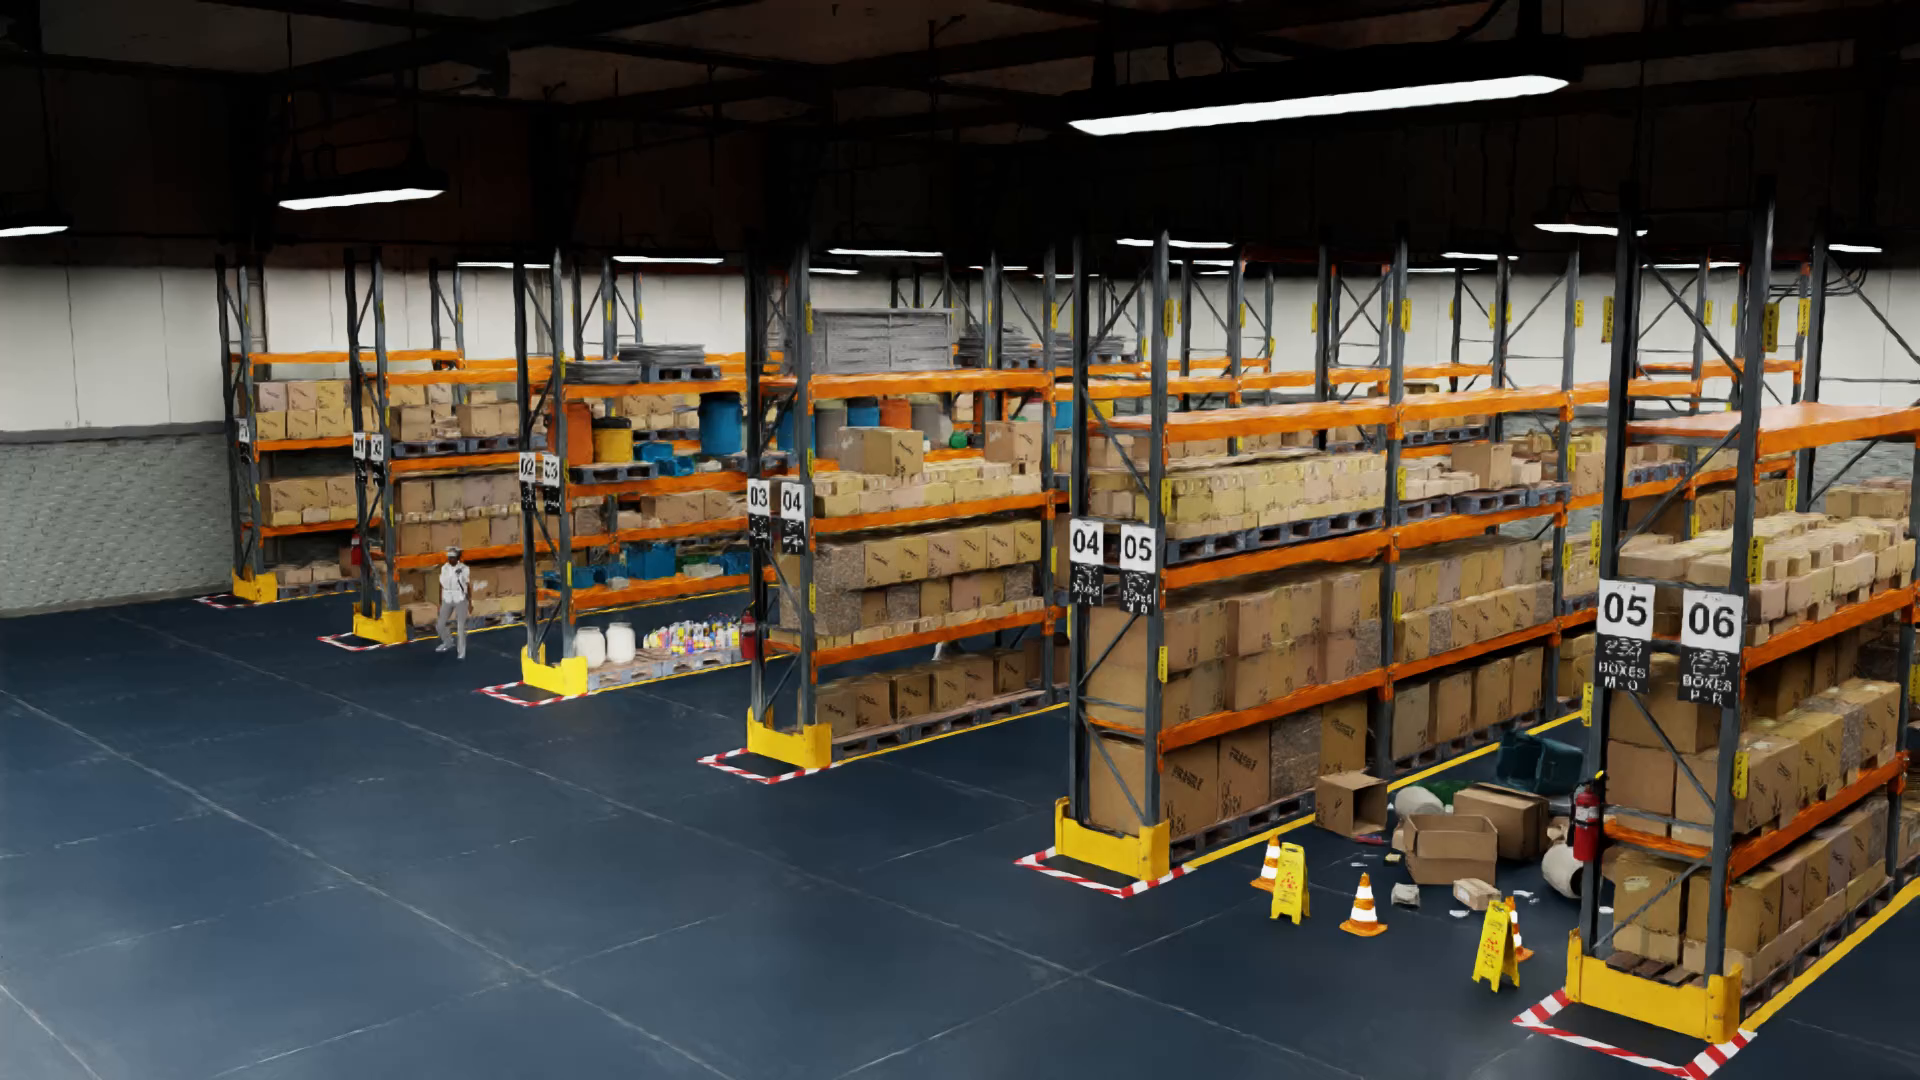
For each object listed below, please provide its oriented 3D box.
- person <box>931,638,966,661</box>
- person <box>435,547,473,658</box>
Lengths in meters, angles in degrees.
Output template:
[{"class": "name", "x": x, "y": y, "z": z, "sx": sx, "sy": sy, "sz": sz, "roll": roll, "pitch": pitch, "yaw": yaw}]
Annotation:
[{"class": "person", "x": -0.242, "y": 1.082, "z": 22.785, "sx": 1.175, "sy": 1.696, "sz": 0.599, "roll": -7, "pitch": 11, "yaw": -41}, {"class": "person", "x": -7.452, "y": 0.899, "z": 24.366, "sx": 0.628, "sy": 1.659, "sz": 0.501, "roll": 1, "pitch": 8, "yaw": 4}]
